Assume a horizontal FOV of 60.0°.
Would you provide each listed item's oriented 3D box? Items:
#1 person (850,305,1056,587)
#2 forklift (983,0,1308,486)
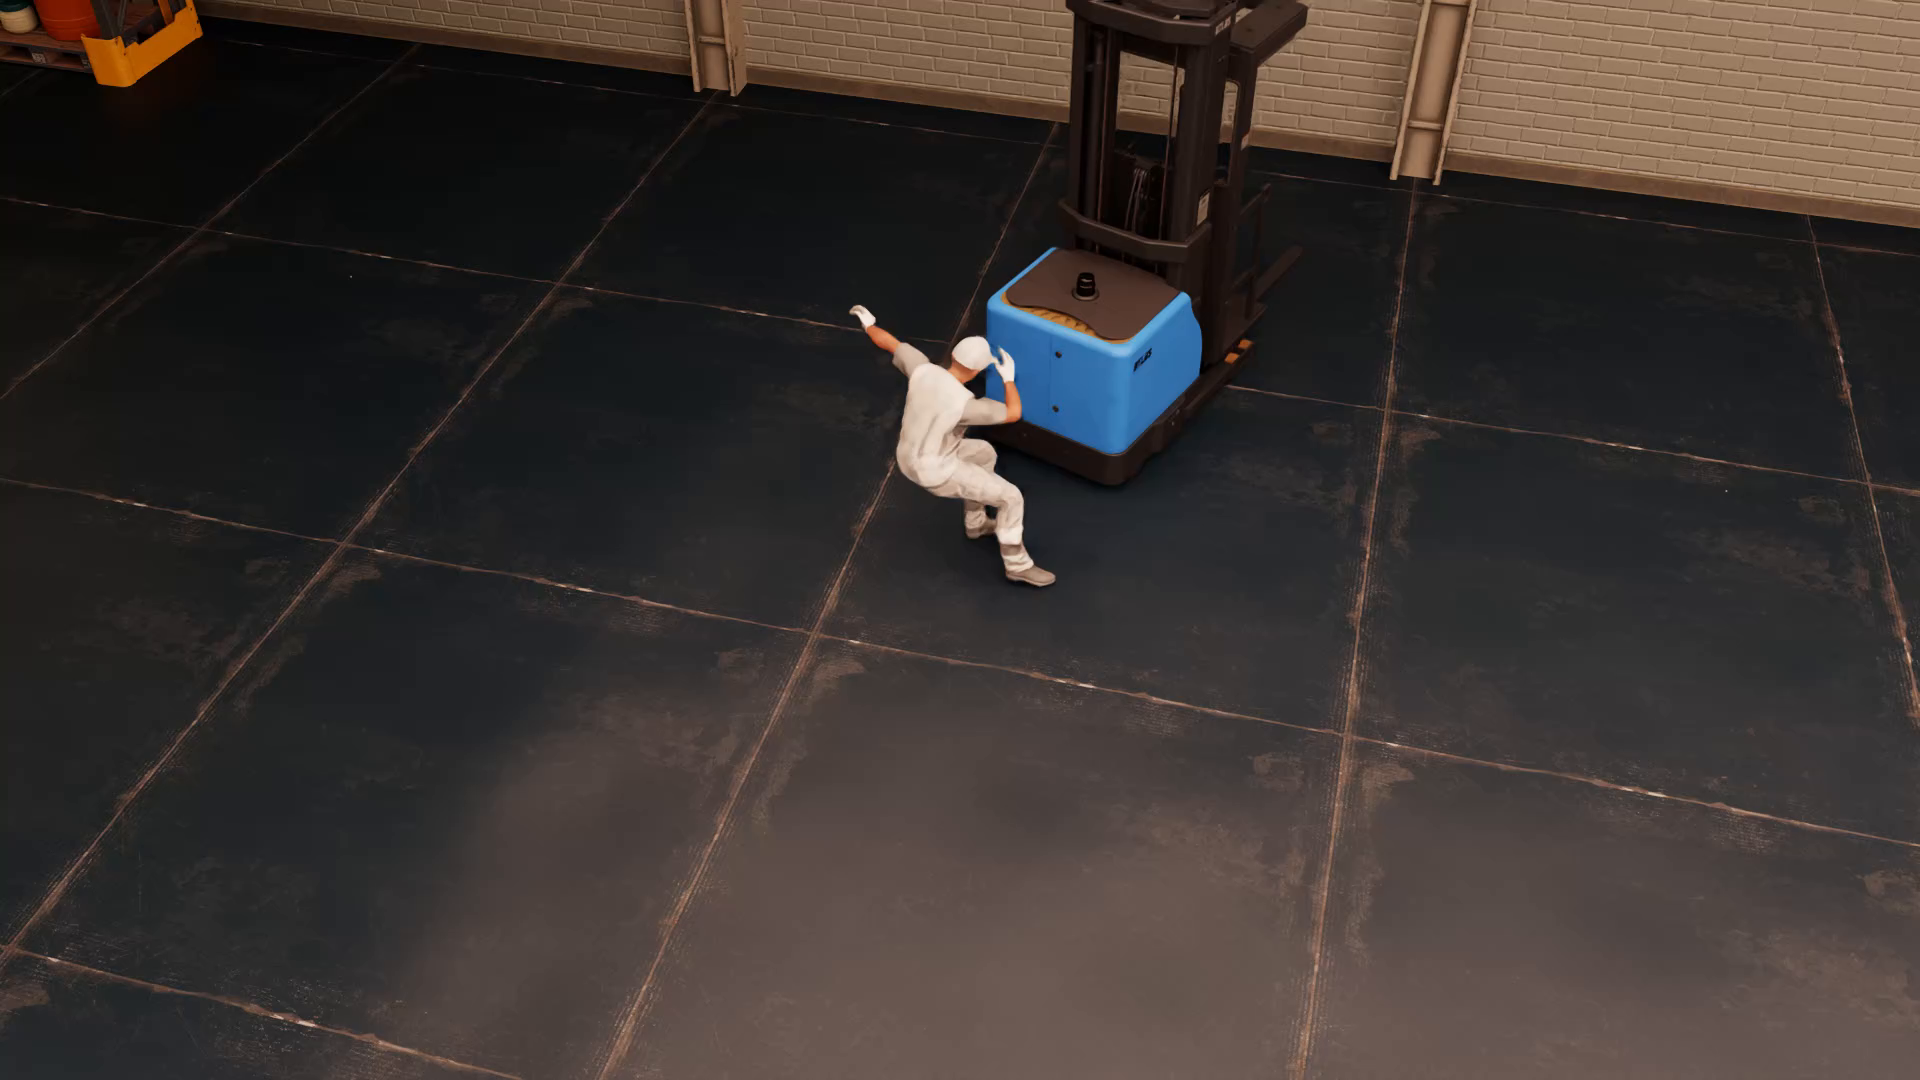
[{"bbox_3d":[-0.065,-0.612,9.653,0.739,1.464,1.499,-24,47,-25],"label":"person"},{"bbox_3d":[1.393,-2.377,10.573,1.130,2.935,3.031,24,47,25],"label":"forklift"}]
